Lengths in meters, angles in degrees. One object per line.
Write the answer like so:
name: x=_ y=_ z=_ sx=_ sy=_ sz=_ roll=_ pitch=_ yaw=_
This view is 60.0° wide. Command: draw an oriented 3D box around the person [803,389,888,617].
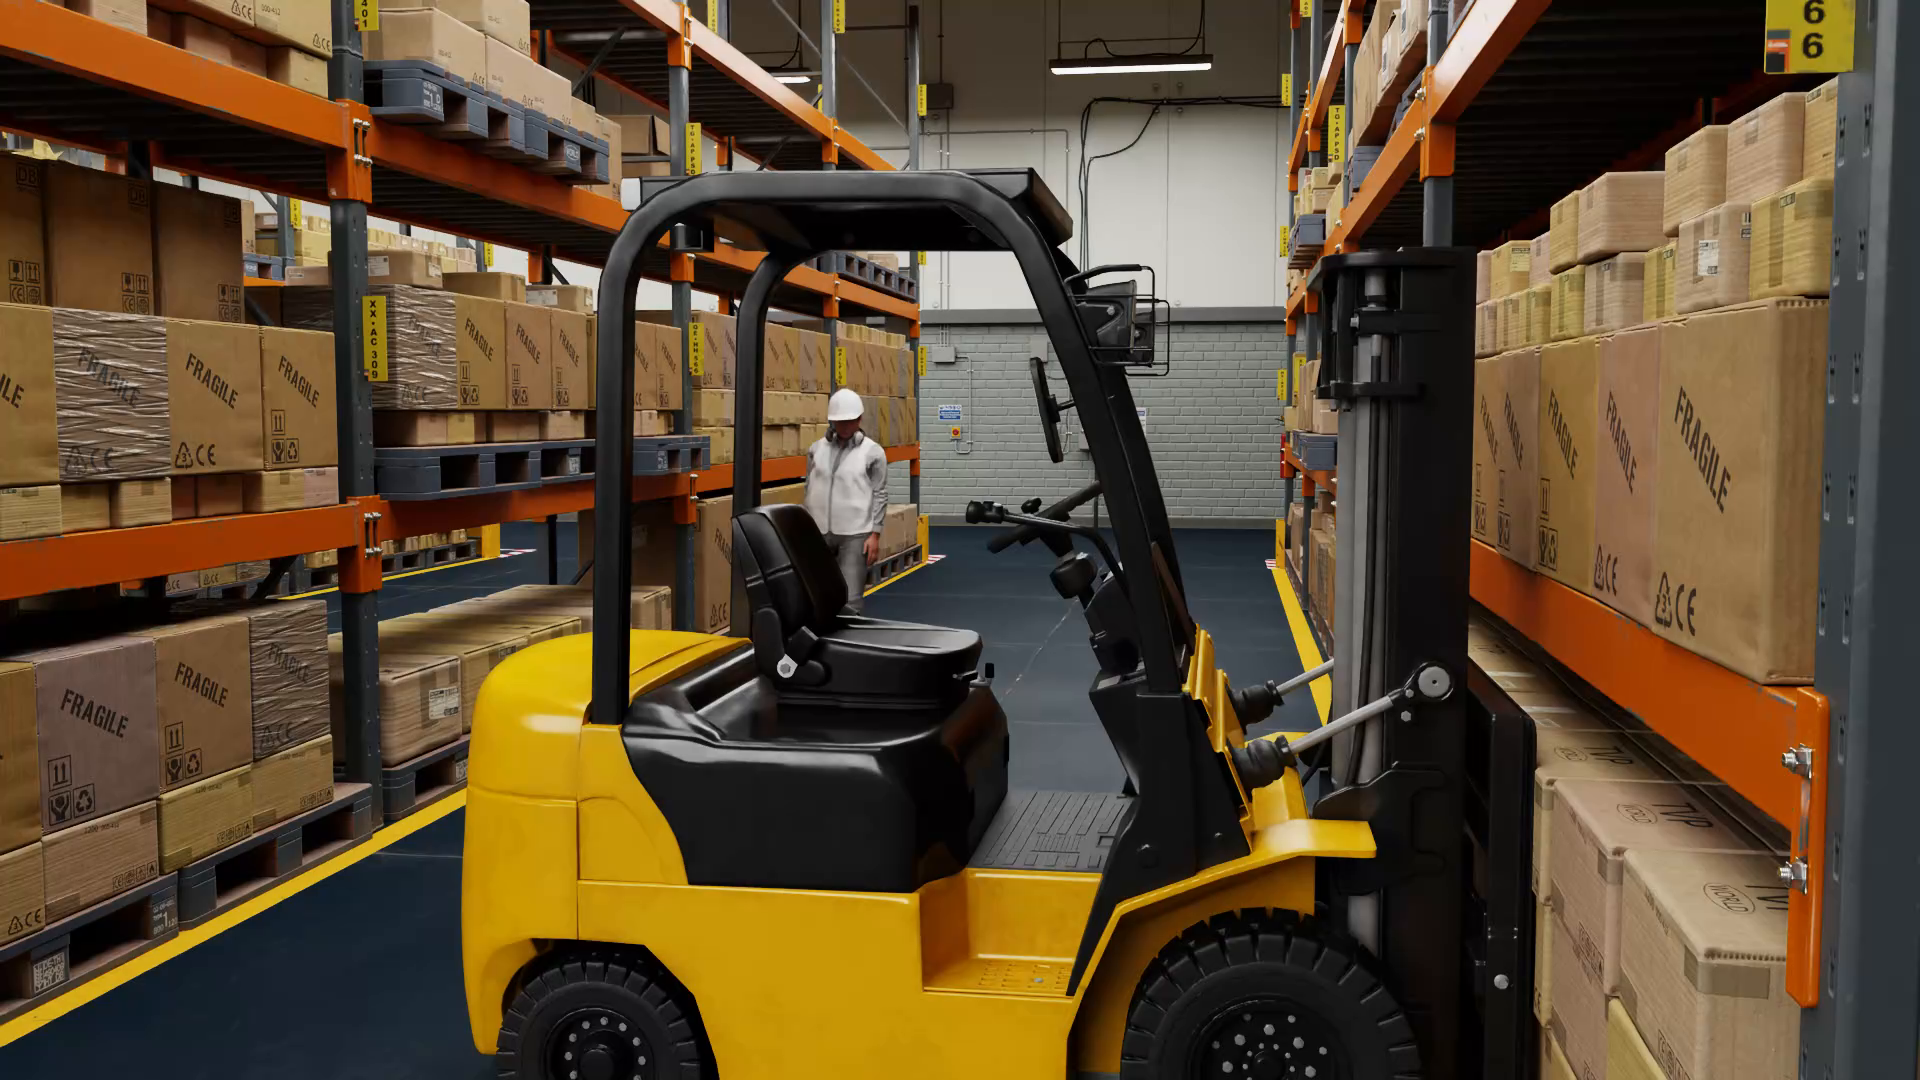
person: x=-0.750 y=-0.002 z=10.048 sx=0.596 sy=1.820 sz=0.476 roll=1 pitch=5 yaw=15
